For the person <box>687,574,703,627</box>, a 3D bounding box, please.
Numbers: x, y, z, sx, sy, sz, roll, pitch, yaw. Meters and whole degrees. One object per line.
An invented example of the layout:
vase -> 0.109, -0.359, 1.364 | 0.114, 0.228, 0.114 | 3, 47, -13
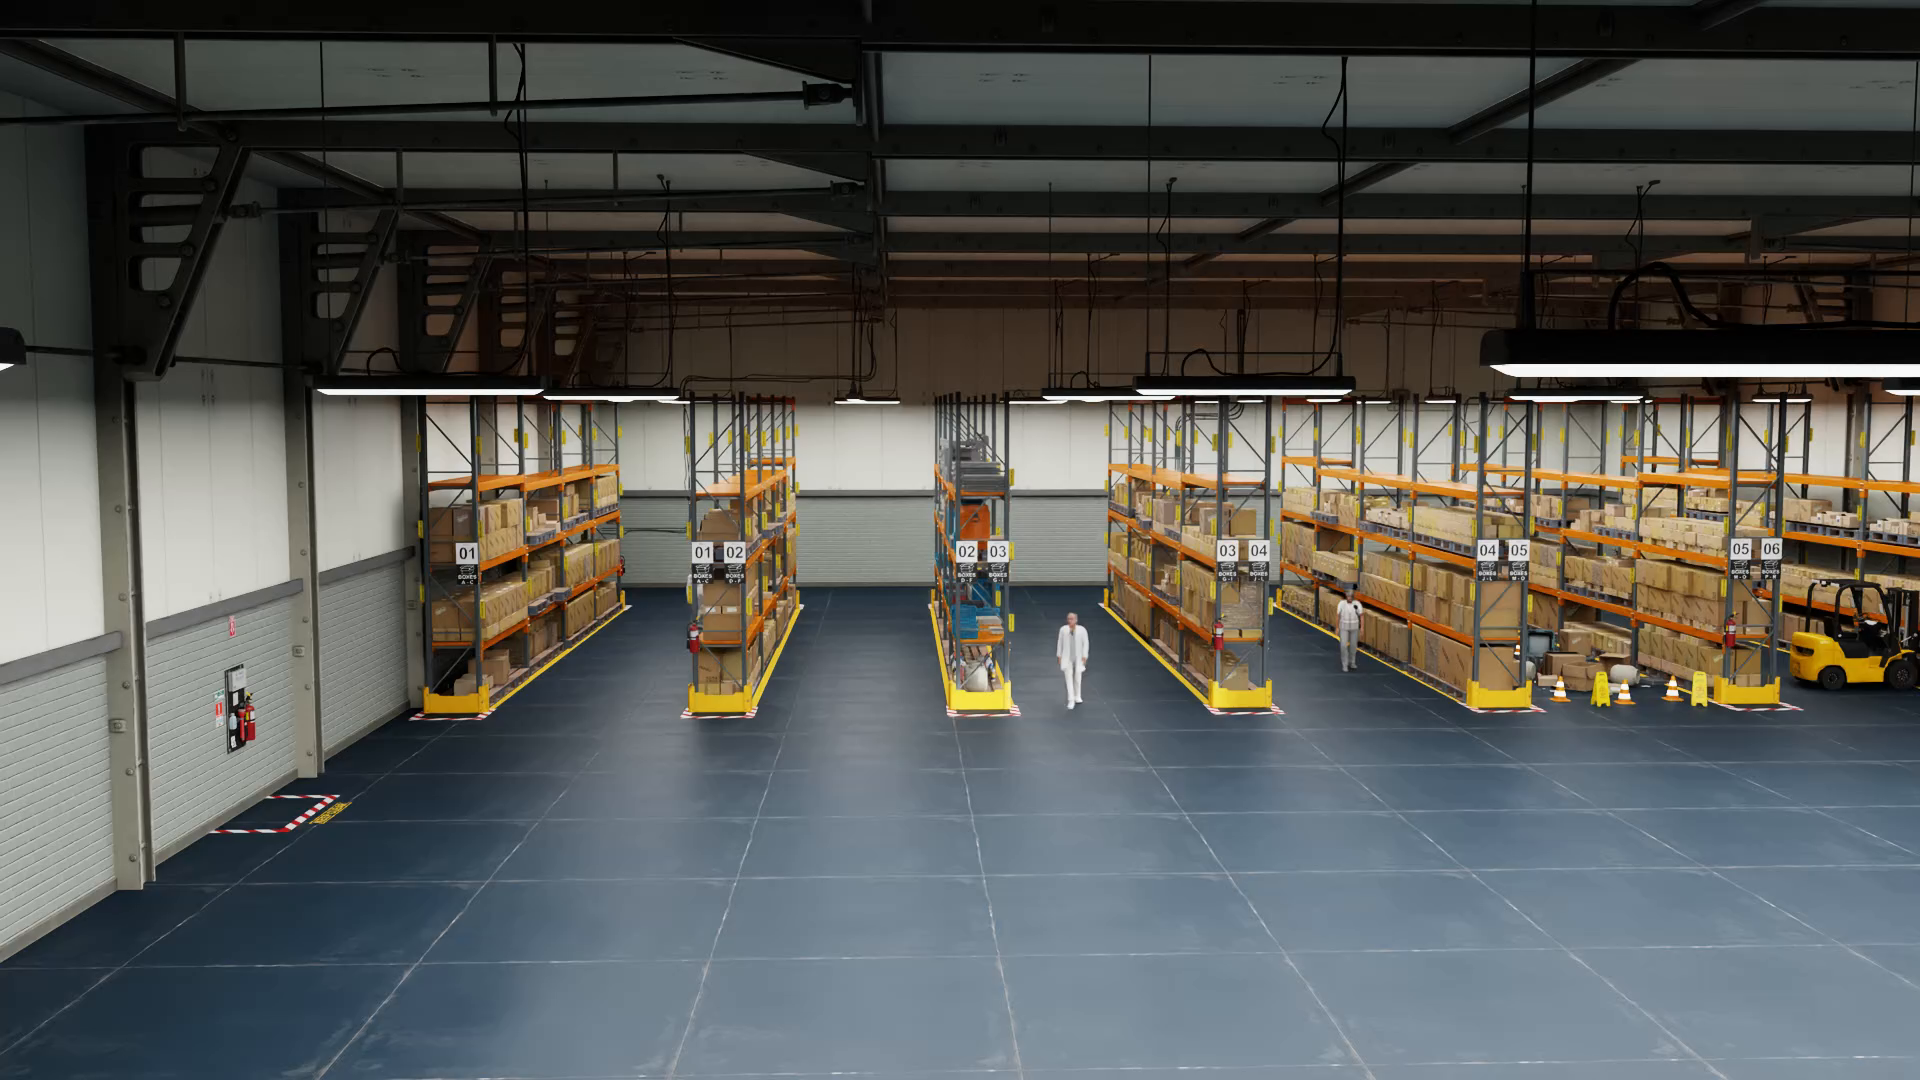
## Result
person -> -6.857, 1.443, 43.073 | 0.521, 1.676, 0.485 | 2, 5, 24

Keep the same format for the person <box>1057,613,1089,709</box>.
person -> 2.163, 2.304, 31.879 | 0.617, 1.818, 0.845 | 0, 5, 4

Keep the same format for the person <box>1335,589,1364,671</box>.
person -> 8.499, 1.966, 36.256 | 0.603, 1.801, 0.600 | 1, 5, 11
